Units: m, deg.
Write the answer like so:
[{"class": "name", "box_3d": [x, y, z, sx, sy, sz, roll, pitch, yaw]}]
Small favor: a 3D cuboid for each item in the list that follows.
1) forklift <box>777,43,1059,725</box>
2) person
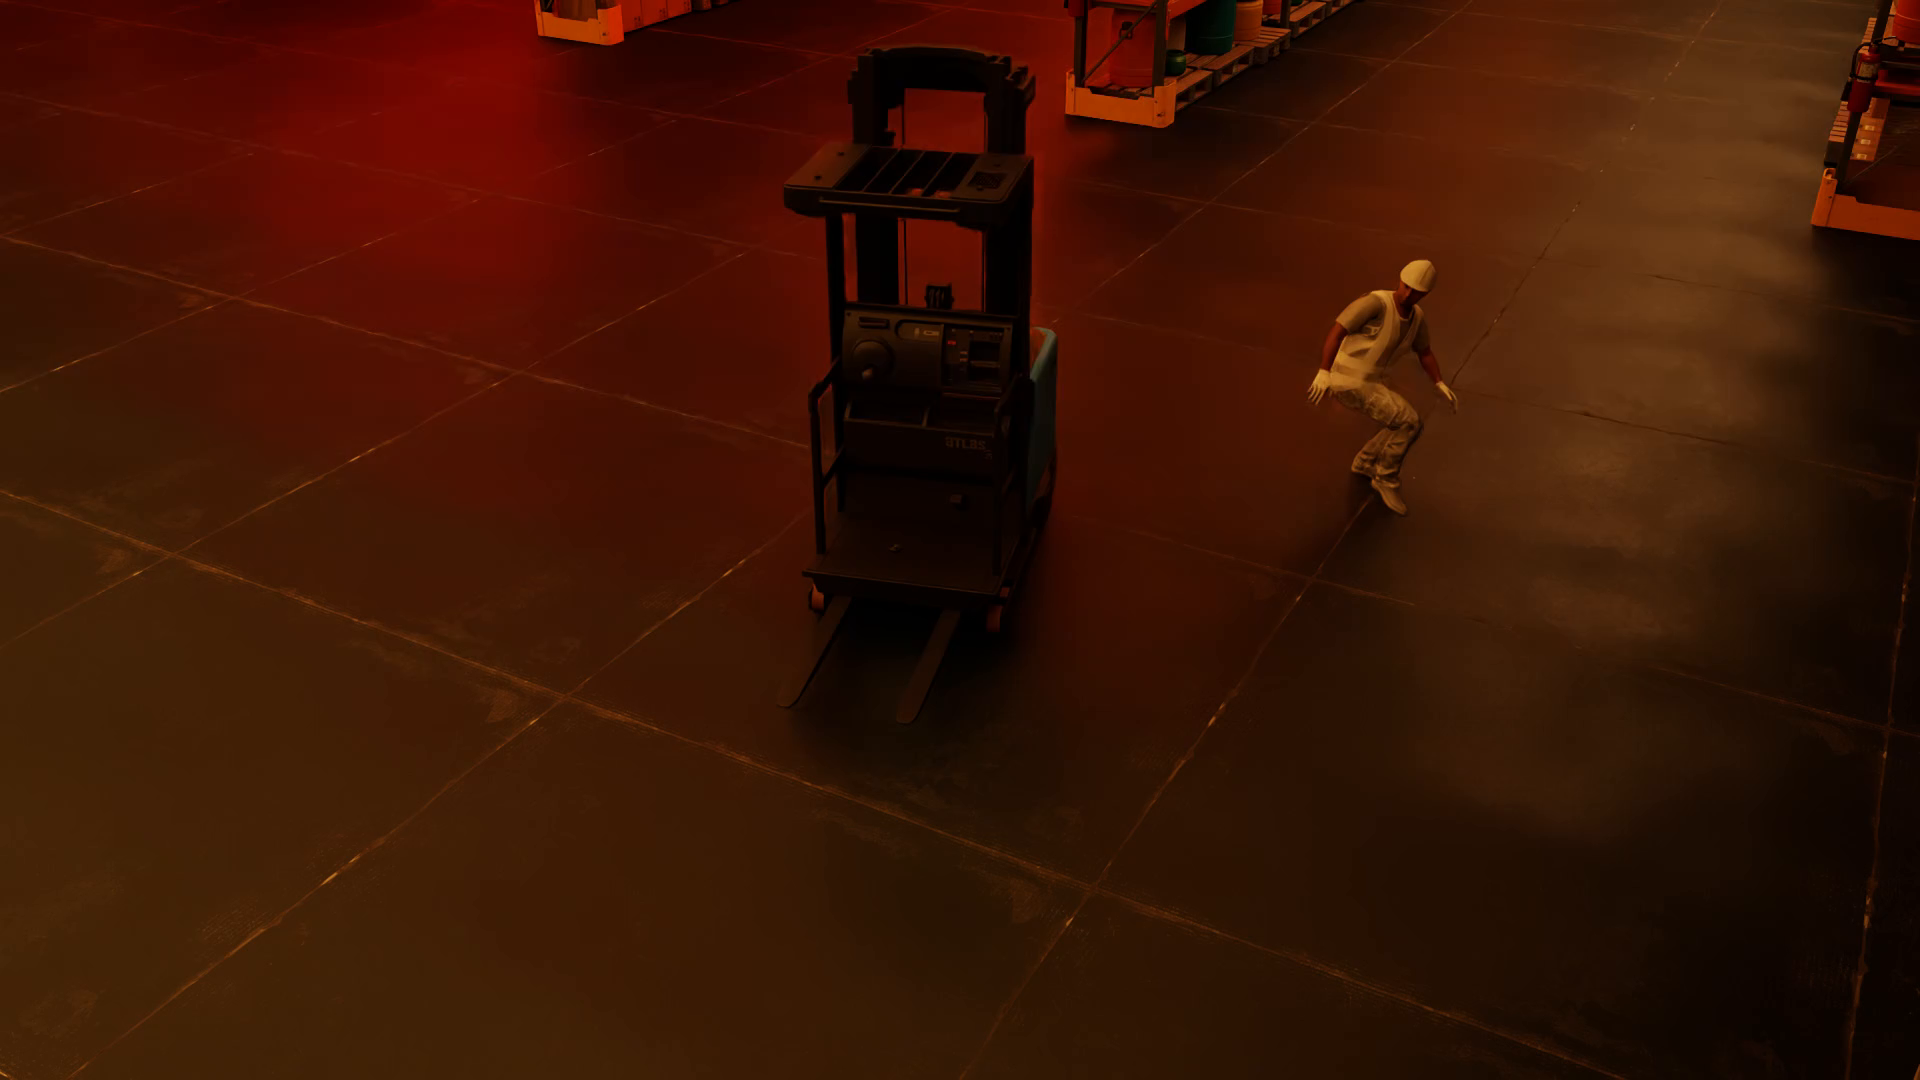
[{"class": "forklift", "box_3d": [-0.224, -0.963, 8.740, 1.130, 2.935, 3.031, 7, 31, 11]}, {"class": "person", "box_3d": [2.616, -0.941, 10.126, 0.747, 1.547, 0.810, 21, 36, 32]}]
